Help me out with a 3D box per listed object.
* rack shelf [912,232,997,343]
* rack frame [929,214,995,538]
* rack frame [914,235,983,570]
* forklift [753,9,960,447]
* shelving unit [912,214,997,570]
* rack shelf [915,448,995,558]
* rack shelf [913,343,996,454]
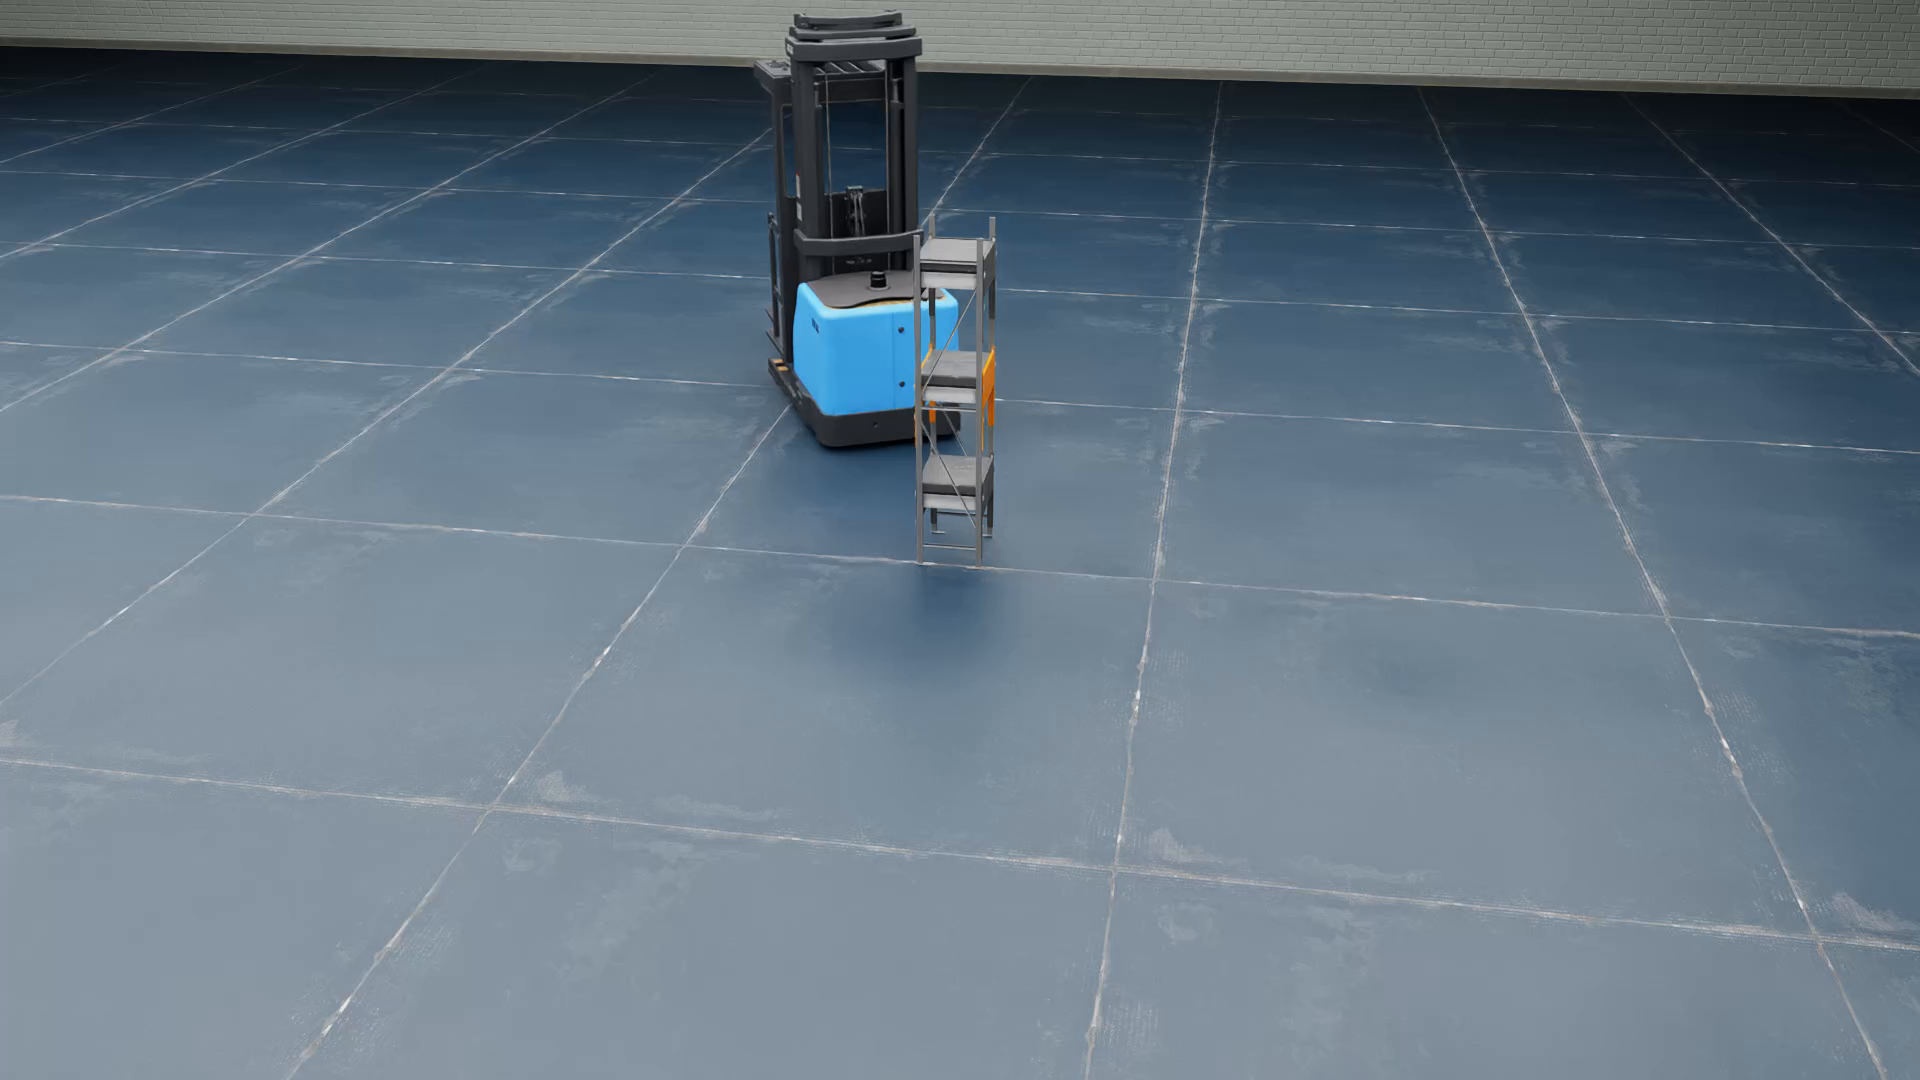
[{"bbox_3d":[-0.027,-1.503,9.866,0.431,0.518,0.480,4,25,9],"label":"rack shelf"},{"bbox_3d":[0.013,-0.984,10.375,0.400,2.100,0.015,4,25,9],"label":"rack frame"},{"bbox_3d":[-0.067,-0.780,9.939,0.400,2.100,0.015,4,25,9],"label":"rack frame"},{"bbox_3d":[-0.926,-2.603,12.853,1.130,2.935,3.031,-8,26,-16],"label":"forklift"},{"bbox_3d":[-0.027,-0.882,10.157,0.431,2.100,0.503,4,25,9],"label":"shelving unit"},{"bbox_3d":[-0.027,-0.235,10.459,0.431,0.518,0.480,4,25,9],"label":"rack shelf"},{"bbox_3d":[-0.027,-0.869,10.163,0.431,0.518,0.480,4,25,9],"label":"rack shelf"}]
